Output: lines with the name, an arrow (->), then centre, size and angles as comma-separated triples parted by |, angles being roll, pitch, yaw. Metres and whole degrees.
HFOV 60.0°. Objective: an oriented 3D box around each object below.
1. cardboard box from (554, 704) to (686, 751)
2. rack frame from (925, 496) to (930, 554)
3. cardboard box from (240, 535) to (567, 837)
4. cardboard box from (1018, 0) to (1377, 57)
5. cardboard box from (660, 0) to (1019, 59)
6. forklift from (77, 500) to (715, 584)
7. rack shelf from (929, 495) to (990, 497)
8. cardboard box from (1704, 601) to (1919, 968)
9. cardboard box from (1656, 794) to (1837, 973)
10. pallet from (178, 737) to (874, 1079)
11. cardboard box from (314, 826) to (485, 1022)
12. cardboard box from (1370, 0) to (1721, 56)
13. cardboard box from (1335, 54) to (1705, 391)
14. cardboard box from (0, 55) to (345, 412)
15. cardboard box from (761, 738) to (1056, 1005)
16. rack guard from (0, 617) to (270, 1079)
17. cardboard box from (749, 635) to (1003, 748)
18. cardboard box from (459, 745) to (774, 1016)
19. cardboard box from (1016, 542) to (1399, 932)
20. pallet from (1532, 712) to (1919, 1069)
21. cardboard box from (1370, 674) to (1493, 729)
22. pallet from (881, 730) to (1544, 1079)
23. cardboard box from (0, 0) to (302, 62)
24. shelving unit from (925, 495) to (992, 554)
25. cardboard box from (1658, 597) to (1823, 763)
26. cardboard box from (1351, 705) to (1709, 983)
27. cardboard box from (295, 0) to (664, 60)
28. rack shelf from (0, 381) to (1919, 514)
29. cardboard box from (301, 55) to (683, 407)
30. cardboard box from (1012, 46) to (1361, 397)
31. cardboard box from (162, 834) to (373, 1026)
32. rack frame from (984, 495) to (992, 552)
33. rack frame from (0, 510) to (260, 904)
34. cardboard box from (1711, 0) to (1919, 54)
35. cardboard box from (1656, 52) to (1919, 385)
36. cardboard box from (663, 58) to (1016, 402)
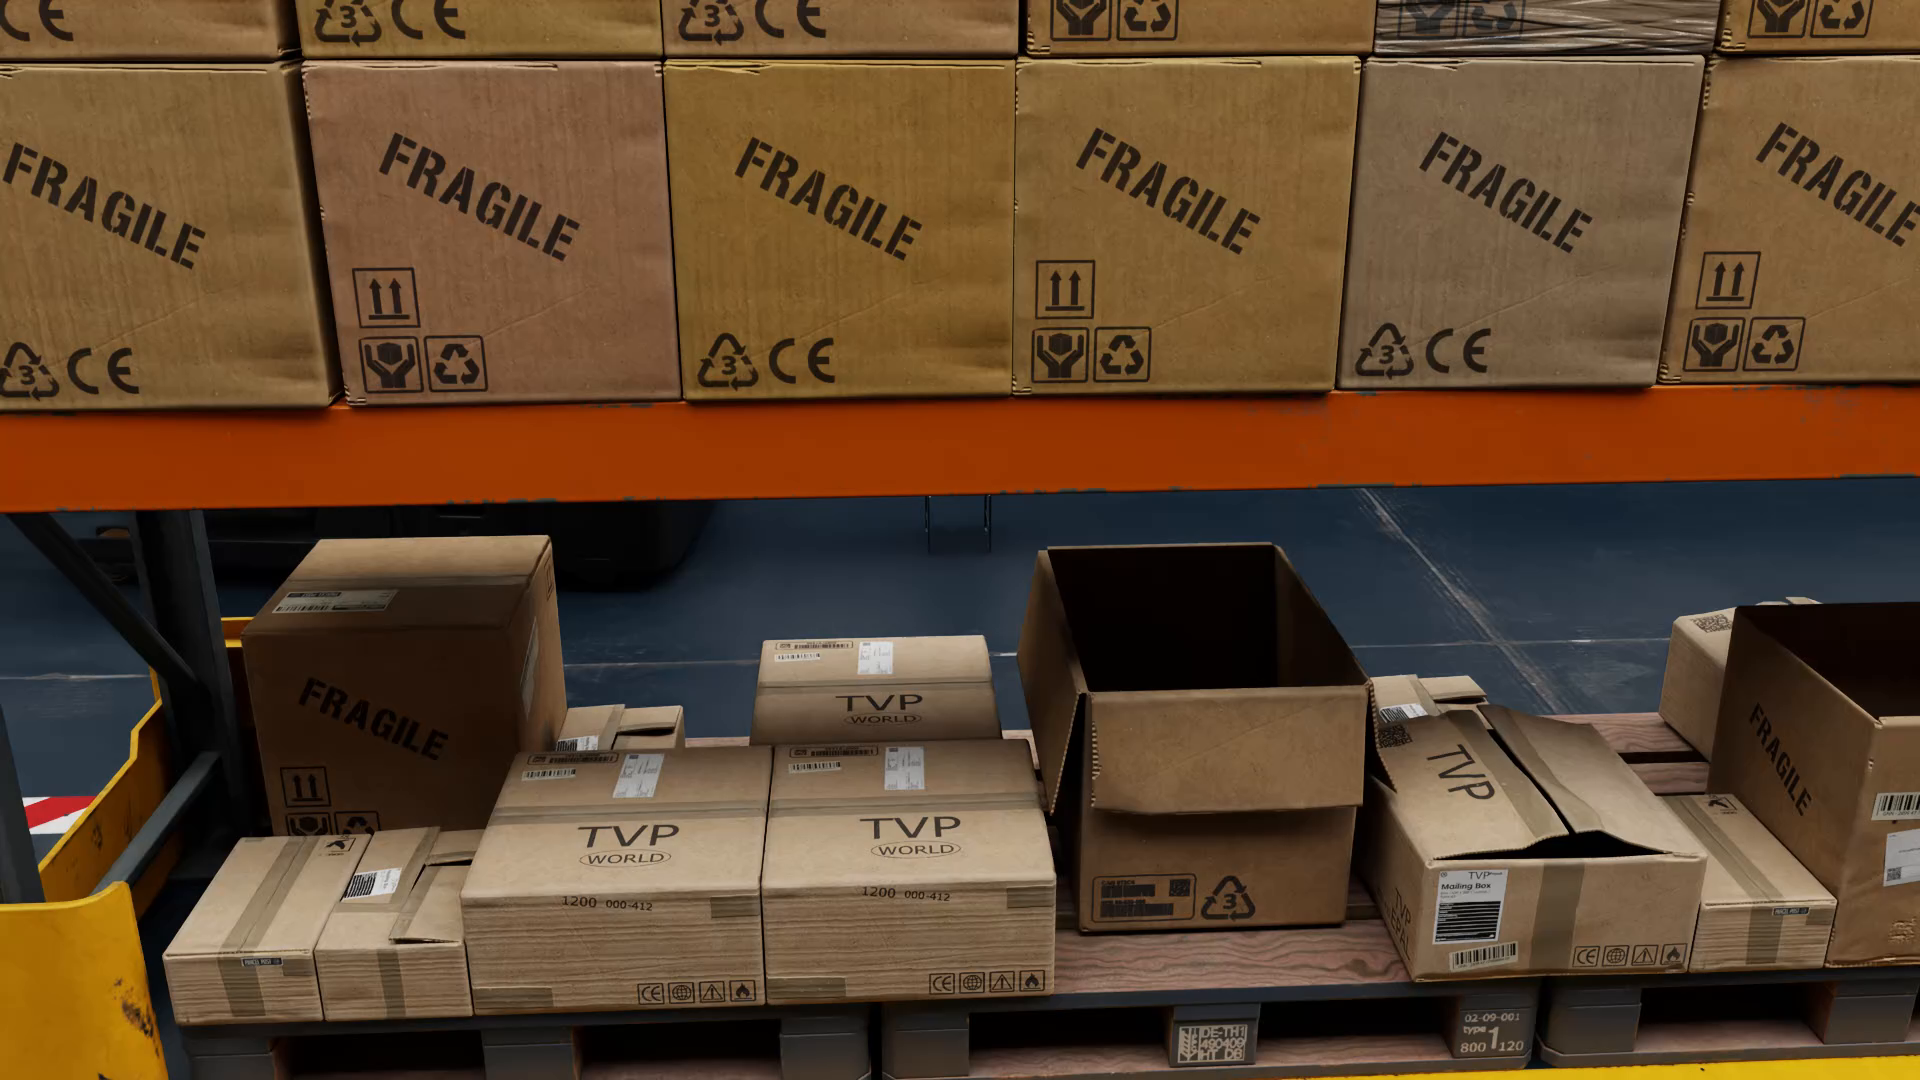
cardboard box -> -0.719, 0.494, 3.472 | 0.250, 0.166, 0.380 | -1, 21, -3
rack frame -> -0.110, -0.418, 5.455 | 0.006, 0.900, 0.240 | -1, 21, -3
cardboard box -> -1.128, 0.314, 3.475 | 0.500, 0.500, 0.500 | -1, 21, -3
cardboard box -> 0.329, -1.012, 2.517 | 0.500, 0.500, 0.500 | -1, 21, -4
cardboard box -> -0.178, -1.001, 2.489 | 0.500, 0.500, 0.500 | -1, 21, -2
forklift -> -2.371, -1.419, 5.228 | 3.031, 2.935, 1.130 | 1, 21, 3
rack shelf -> -0.008, -0.221, 5.536 | 0.200, 0.077, 0.258 | -1, 21, -3
cardboard box -> 1.784, 0.444, 3.135 | 0.500, 0.500, 0.500 | -1, 21, -3
cardboard box -> 1.413, 0.637, 3.121 | 0.250, 0.149, 0.380 | -1, 21, -3
pallet -> -0.785, 0.735, 3.394 | 1.213, 0.211, 1.003 | -1, 21, -3
cardboard box -> -0.970, 0.677, 2.991 | 0.250, 0.166, 0.380 | -1, 21, -3
cardboard box -> 0.832, -1.022, 2.543 | 0.500, 0.500, 0.500 | -1, 21, -3
cardboard box -> 0.825, -0.555, 2.721 | 0.500, 0.500, 0.500 | -1, 21, -2
cardboard box -> -1.199, -0.512, 2.610 | 0.500, 0.500, 0.500 | -1, 21, -2
cardboard box -> -0.100, 0.599, 3.079 | 0.500, 0.250, 0.500 | -1, 21, -3
rack guard -> -1.581, 0.617, 3.299 | 0.348, 0.500, 1.175 | -1, 21, -3
cardboard box -> -0.178, 0.422, 3.542 | 0.500, 0.250, 0.500 | -1, 21, -3
cardboard box -> -0.599, 0.609, 3.052 | 0.500, 0.250, 0.500 | -1, 21, -3
cardboard box -> 0.461, 0.370, 3.324 | 0.637, 0.503, 0.797 | -1, 21, -3
pallet -> 1.651, 0.686, 3.524 | 1.213, 0.211, 1.003 | -1, 21, -3
cardboard box -> 1.042, 0.440, 3.613 | 0.250, 0.166, 0.380 | -1, 21, -3
pallet -> 0.430, 0.711, 3.456 | 1.213, 0.211, 1.003 | -1, 21, -3
cardboard box -> -1.199, -0.979, 2.432 | 0.500, 0.500, 0.500 | -1, 21, -1
shelving unit -> -0.008, -0.420, 5.460 | 0.210, 0.900, 0.258 | -1, 21, -3
cardboard box -> 1.905, 0.351, 3.643 | 0.500, 0.311, 0.500 | -1, 21, -3
cardboard box -> 1.035, 0.547, 3.128 | 0.500, 0.311, 0.500 | -1, 21, -3
cardboard box -> -0.678, -0.993, 2.467 | 0.500, 0.500, 0.500 | -1, 21, -2
rack shelf -> 0.340, -0.254, 3.085 | 4.000, 0.370, 1.077 | -1, 21, -3
cardboard box -> -0.684, -0.524, 2.642 | 0.500, 0.500, 0.500 | -1, 21, -4
cardboard box -> 0.316, -0.543, 2.692 | 0.500, 0.500, 0.500 | -1, 21, -2
cardboard box -> -1.219, 0.690, 2.981 | 0.250, 0.149, 0.380 | -1, 21, -3
rack frame -> 0.093, -0.422, 5.466 | 0.006, 0.900, 0.240 | -1, 21, -3
rack frame -> -1.657, -0.550, 2.850 | 0.127, 3.000, 1.000 | -1, 21, -3
cardboard box -> 1.335, -1.032, 2.569 | 0.500, 0.500, 0.500 | -2, 21, -4
cardboard box -> 1.337, -0.566, 2.751 | 0.500, 0.500, 0.500 | -1, 21, -2
cardboard box -> -0.183, -0.534, 2.666 | 0.500, 0.500, 0.500 | -1, 21, -3
